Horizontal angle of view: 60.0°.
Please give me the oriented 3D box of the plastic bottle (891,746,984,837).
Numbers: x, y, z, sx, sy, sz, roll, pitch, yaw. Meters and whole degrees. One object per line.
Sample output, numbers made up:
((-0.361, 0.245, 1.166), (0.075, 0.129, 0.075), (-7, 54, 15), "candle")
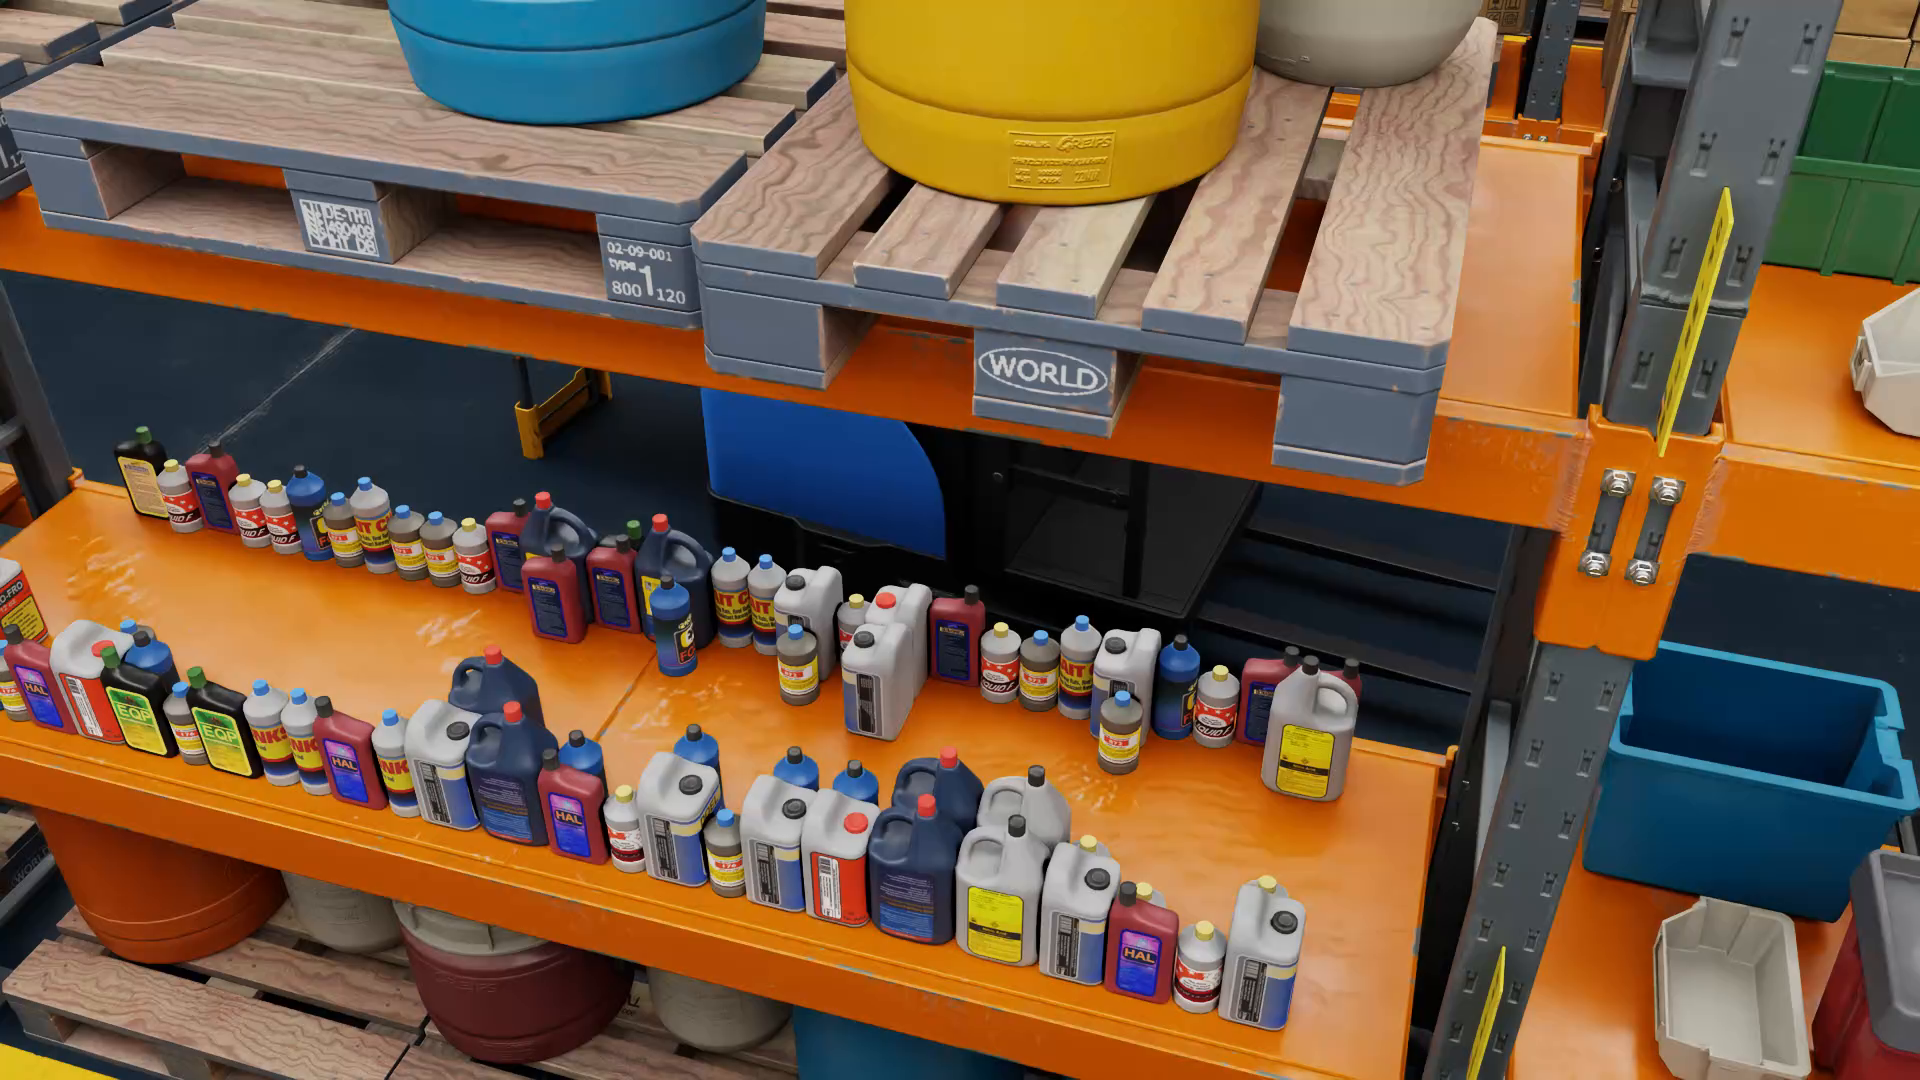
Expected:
((-0.045, 0.567, 3.490), (0.185, 0.351, 0.144), (10, 38, 14), "plastic bottle")

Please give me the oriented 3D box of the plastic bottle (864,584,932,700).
((-0.149, 0.228, 4.014), (0.135, 0.276, 0.152), (10, 38, 14), "plastic bottle")

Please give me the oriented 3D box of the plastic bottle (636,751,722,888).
((-0.589, 0.584, 3.531), (0.135, 0.276, 0.152), (10, 38, 14), "plastic bottle")

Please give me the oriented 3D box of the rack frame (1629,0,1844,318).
((1.063, -1.777, 1.573), (0.127, 3.000, 1.000), (10, 38, 14), "rack frame")

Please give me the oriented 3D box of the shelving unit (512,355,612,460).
((-1.297, -0.995, 6.837), (1.083, 1.500, 0.587), (15, 39, 19), "shelving unit")

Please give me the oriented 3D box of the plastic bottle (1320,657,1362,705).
((0.841, 0.380, 3.802), (0.133, 0.283, 0.061), (10, 38, 14), "plastic bottle")

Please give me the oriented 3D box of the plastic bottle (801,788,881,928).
((-0.239, 0.649, 3.443), (0.135, 0.276, 0.152), (10, 38, 14), "plastic bottle")

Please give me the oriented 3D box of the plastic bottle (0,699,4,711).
((-2.335, 0.279, 3.949), (0.097, 0.271, 0.097), (0, 36, 0), "plastic bottle")

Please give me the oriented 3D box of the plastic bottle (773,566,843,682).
((-0.370, 0.187, 4.070), (0.135, 0.276, 0.152), (10, 38, 14), "plastic bottle")

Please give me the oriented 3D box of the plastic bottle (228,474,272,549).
((-1.916, -0.086, 4.504), (0.097, 0.201, 0.097), (0, 36, 0), "plastic bottle")

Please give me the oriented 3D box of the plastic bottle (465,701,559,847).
((-0.963, 0.487, 3.599), (0.185, 0.351, 0.144), (10, 38, 14), "plastic bottle")

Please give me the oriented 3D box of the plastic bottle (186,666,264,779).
((-1.662, 0.411, 3.760), (0.133, 0.283, 0.061), (10, 38, 14), "plastic bottle")

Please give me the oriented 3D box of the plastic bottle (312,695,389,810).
((-1.349, 0.469, 3.681), (0.133, 0.283, 0.061), (10, 38, 14), "plastic bottle")

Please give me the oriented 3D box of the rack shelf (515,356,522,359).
((-1.305, -0.852, 6.946), (1.000, 0.185, 0.538), (15, 39, 19), "rack shelf")

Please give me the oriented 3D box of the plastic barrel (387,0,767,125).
((-0.611, -1.155, 2.481), (0.708, 0.901, 0.600), (10, 38, 14), "plastic barrel")

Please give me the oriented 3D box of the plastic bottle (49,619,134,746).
((-1.996, 0.323, 3.885), (0.135, 0.276, 0.152), (10, 38, 14), "plastic bottle")

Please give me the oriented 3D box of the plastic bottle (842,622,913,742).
((-0.194, 0.314, 3.897), (0.135, 0.276, 0.152), (10, 38, 14), "plastic bottle")

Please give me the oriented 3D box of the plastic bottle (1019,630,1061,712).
((0.190, 0.304, 3.974), (0.097, 0.201, 0.097), (0, 36, 0), "plastic bottle")

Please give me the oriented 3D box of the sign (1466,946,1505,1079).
((0.898, 0.839, 2.847), (0.005, 0.325, 0.100), (10, 38, 14), "sign")

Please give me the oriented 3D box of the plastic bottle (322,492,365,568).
((-1.638, -0.035, 4.434), (0.097, 0.201, 0.097), (0, 36, 0), "plastic bottle")

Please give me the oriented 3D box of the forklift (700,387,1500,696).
((0.568, -1.026, 5.671), (3.031, 2.935, 1.130), (15, 39, 20), "forklift")

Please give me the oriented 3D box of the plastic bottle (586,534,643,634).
((-0.865, 0.102, 4.179), (0.133, 0.283, 0.061), (10, 38, 14), "plastic bottle")

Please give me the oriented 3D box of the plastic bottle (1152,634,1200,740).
((0.505, 0.334, 3.874), (0.097, 0.271, 0.097), (0, 36, 0), "plastic bottle")

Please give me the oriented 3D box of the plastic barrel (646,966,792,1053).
((-0.639, 1.091, 4.482), (0.421, 0.512, 0.421), (0, 36, 0), "plastic barrel")

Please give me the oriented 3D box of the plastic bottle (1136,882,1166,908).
((0.363, 0.769, 3.342), (0.097, 0.201, 0.097), (0, 36, 0), "plastic bottle")

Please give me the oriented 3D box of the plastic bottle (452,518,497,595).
((-1.266, 0.034, 4.341), (0.097, 0.201, 0.097), (0, 36, 0), "plastic bottle")

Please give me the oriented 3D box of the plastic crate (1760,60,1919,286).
((1.558, -0.580, 2.655), (0.662, 0.188, 0.450), (10, 38, 14), "plastic crate")

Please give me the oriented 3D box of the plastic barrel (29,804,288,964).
((-2.283, 0.714, 4.726), (0.708, 0.830, 0.600), (10, 38, 14), "plastic barrel")

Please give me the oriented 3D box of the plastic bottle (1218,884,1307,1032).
((0.591, 0.802, 3.234), (0.135, 0.276, 0.152), (10, 38, 14), "plastic bottle")

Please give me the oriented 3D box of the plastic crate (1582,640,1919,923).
((1.611, 0.511, 3.488), (0.575, 0.384, 0.392), (10, 38, 14), "plastic crate")

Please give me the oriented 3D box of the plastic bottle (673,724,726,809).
((-0.570, 0.512, 3.633), (0.097, 0.271, 0.097), (0, 36, 0), "plastic bottle")

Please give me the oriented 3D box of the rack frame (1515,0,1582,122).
((2.544, -2.163, 7.158), (0.127, 3.000, 1.000), (10, 38, 14), "rack frame")

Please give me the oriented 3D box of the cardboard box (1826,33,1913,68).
((3.439, -1.870, 6.676), (0.500, 0.500, 0.500), (11, 38, 15), "cardboard box")

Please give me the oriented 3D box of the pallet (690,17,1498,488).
((0.286, -0.576, 2.631), (1.003, 0.211, 1.213), (10, 38, 14), "pallet")

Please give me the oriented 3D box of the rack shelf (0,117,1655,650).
((-0.846, -0.633, 3.155), (4.000, 0.370, 1.077), (10, 38, 14), "rack shelf")

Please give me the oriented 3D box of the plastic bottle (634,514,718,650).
((-0.707, 0.092, 4.136), (0.185, 0.351, 0.144), (10, 38, 14), "plastic bottle")

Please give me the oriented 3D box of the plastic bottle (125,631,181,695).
((-1.876, 0.327, 3.884), (0.097, 0.271, 0.097), (0, 36, 0), "plastic bottle")

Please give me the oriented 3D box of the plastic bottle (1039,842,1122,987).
((0.242, 0.738, 3.322), (0.135, 0.276, 0.152), (10, 38, 14), "plastic bottle")

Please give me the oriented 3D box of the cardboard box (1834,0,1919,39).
((3.402, -2.272, 6.379), (0.500, 0.500, 0.500), (9, 37, 12), "cardboard box")

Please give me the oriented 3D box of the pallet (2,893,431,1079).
((-1.990, 1.171, 4.981), (1.213, 0.211, 1.003), (10, 38, 14), "pallet")

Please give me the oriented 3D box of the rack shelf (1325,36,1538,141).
((0.635, -2.227, 7.852), (4.000, 0.370, 1.077), (10, 38, 14), "rack shelf")

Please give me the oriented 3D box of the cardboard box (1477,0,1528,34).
((2.158, -2.582, 7.290), (0.500, 0.500, 0.700), (-1, 36, -2), "cardboard box")

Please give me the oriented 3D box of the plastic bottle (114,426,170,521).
((-2.241, -0.191, 4.577), (0.133, 0.283, 0.061), (10, 38, 14), "plastic bottle")

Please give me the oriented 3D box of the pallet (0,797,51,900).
((-3.483, 0.896, 5.354), (1.213, 0.211, 1.003), (10, 38, 14), "pallet")
